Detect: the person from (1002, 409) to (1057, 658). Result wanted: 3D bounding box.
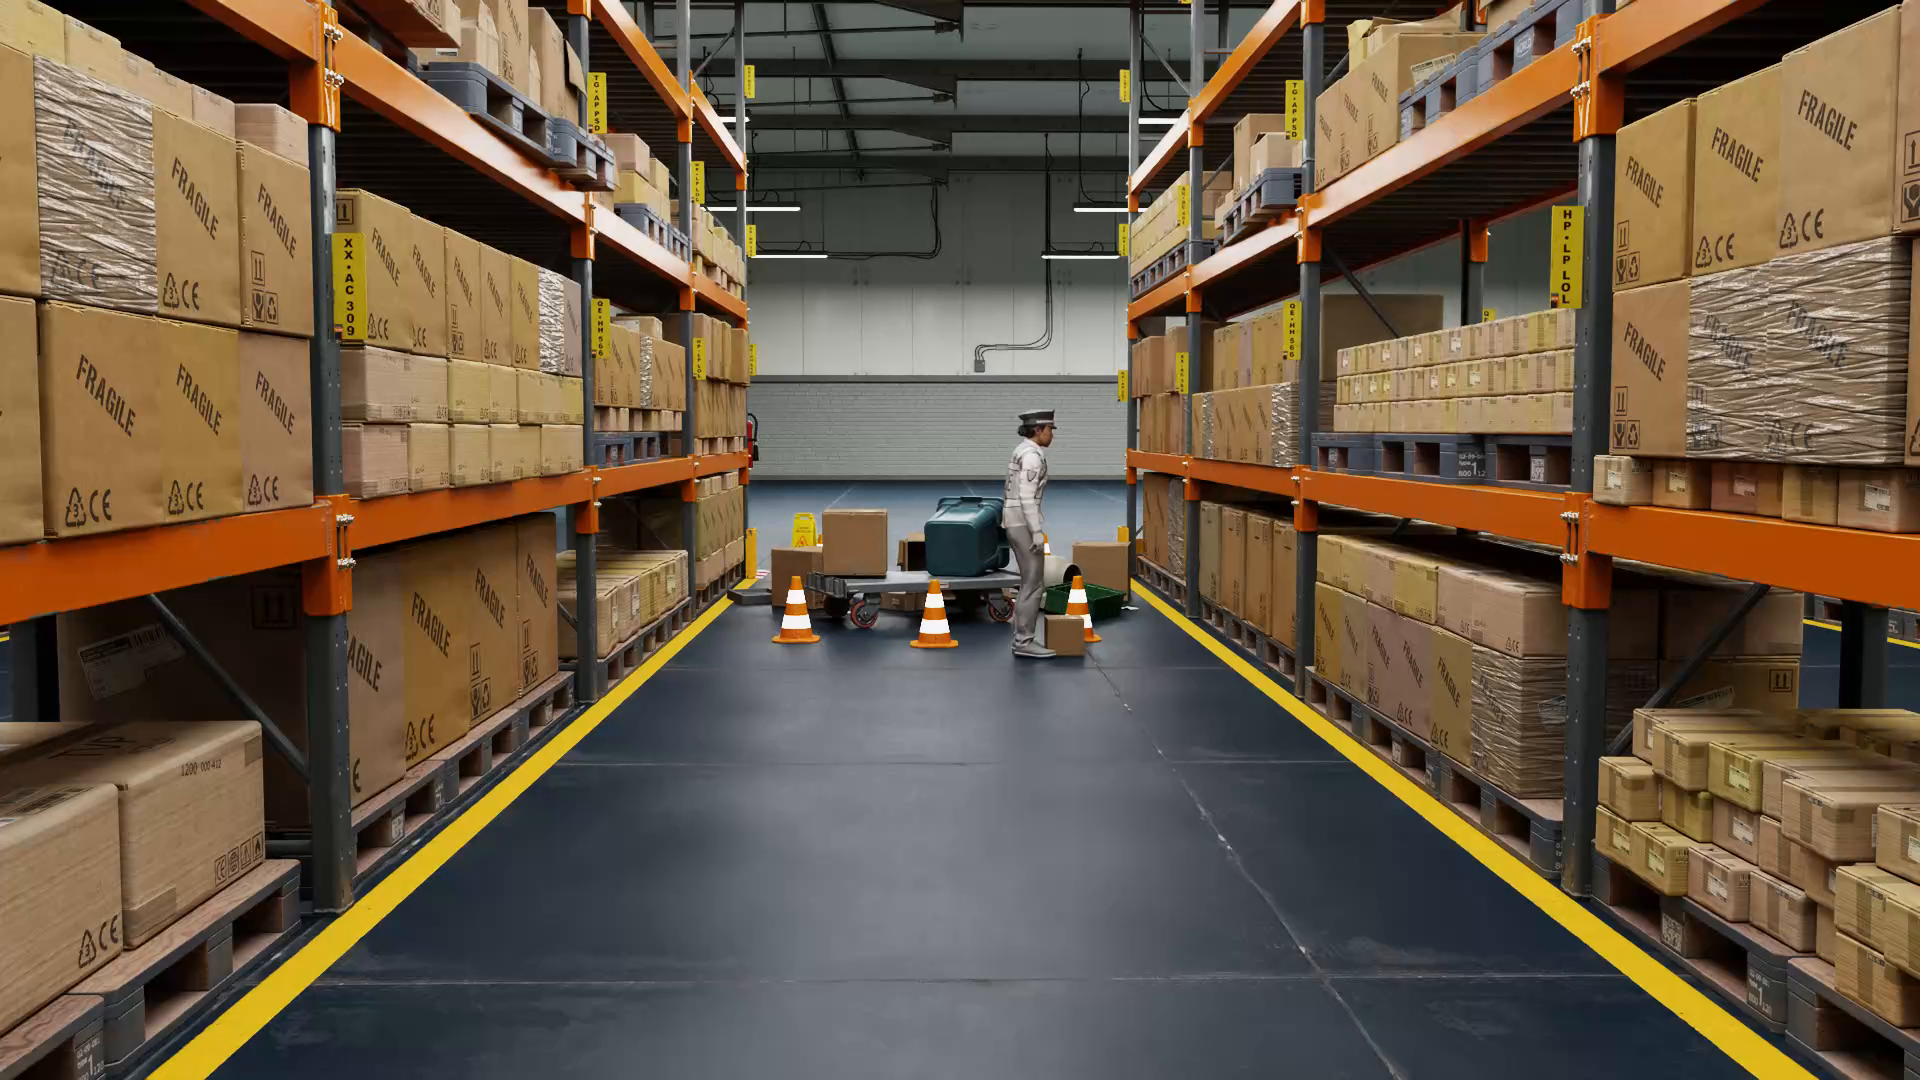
[{"bbox_3d":[0.473,-0.054,11.272,0.372,1.663,0.528,0,4,-1],"label":"person"}]
